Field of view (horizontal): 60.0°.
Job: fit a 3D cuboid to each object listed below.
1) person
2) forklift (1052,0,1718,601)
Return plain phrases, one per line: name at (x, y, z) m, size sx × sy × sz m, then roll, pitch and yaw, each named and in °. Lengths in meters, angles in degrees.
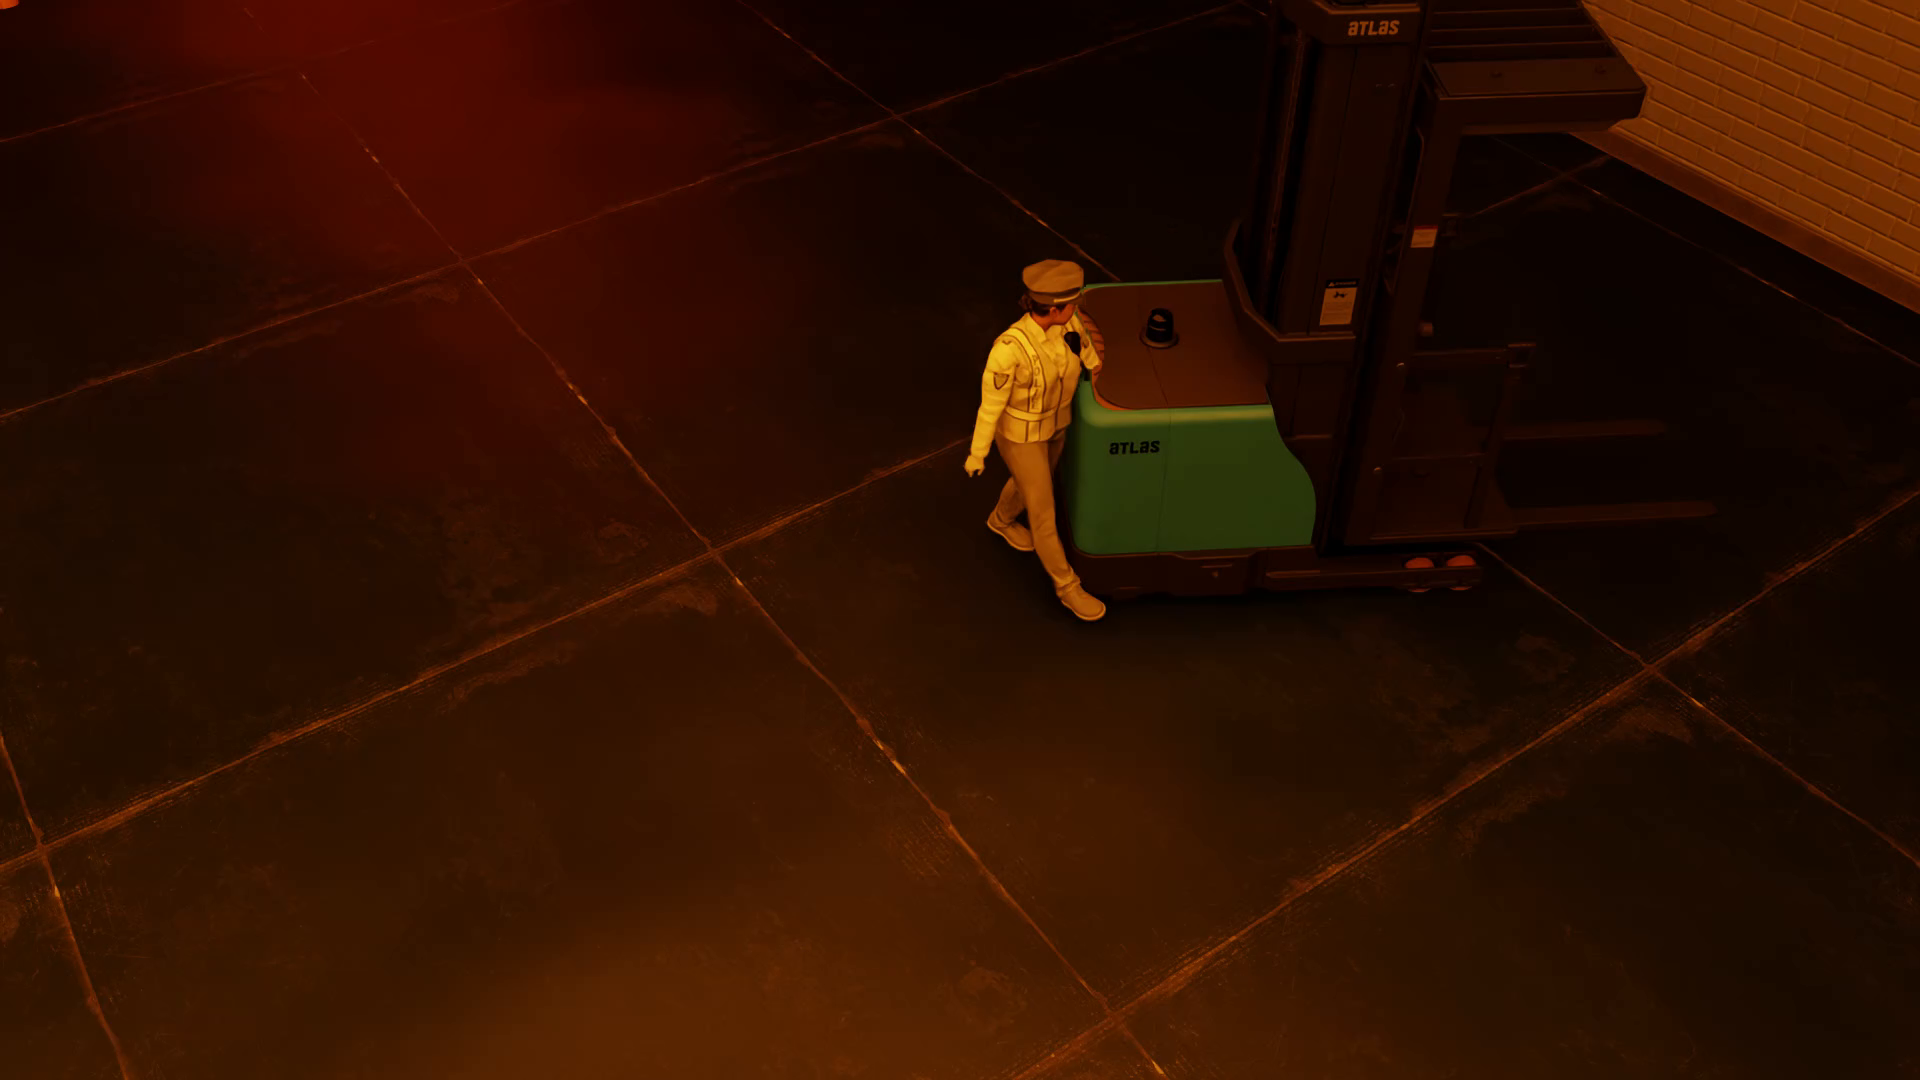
person at (0.396, -0.429, 7.152) m, size 0.861 × 1.620 × 0.644 m, roll 31°, pitch 51°, yaw 29°
forklift at (1.975, -1.194, 7.011) m, size 3.031 × 2.935 × 1.130 m, roll -3°, pitch 43°, yaw -3°
